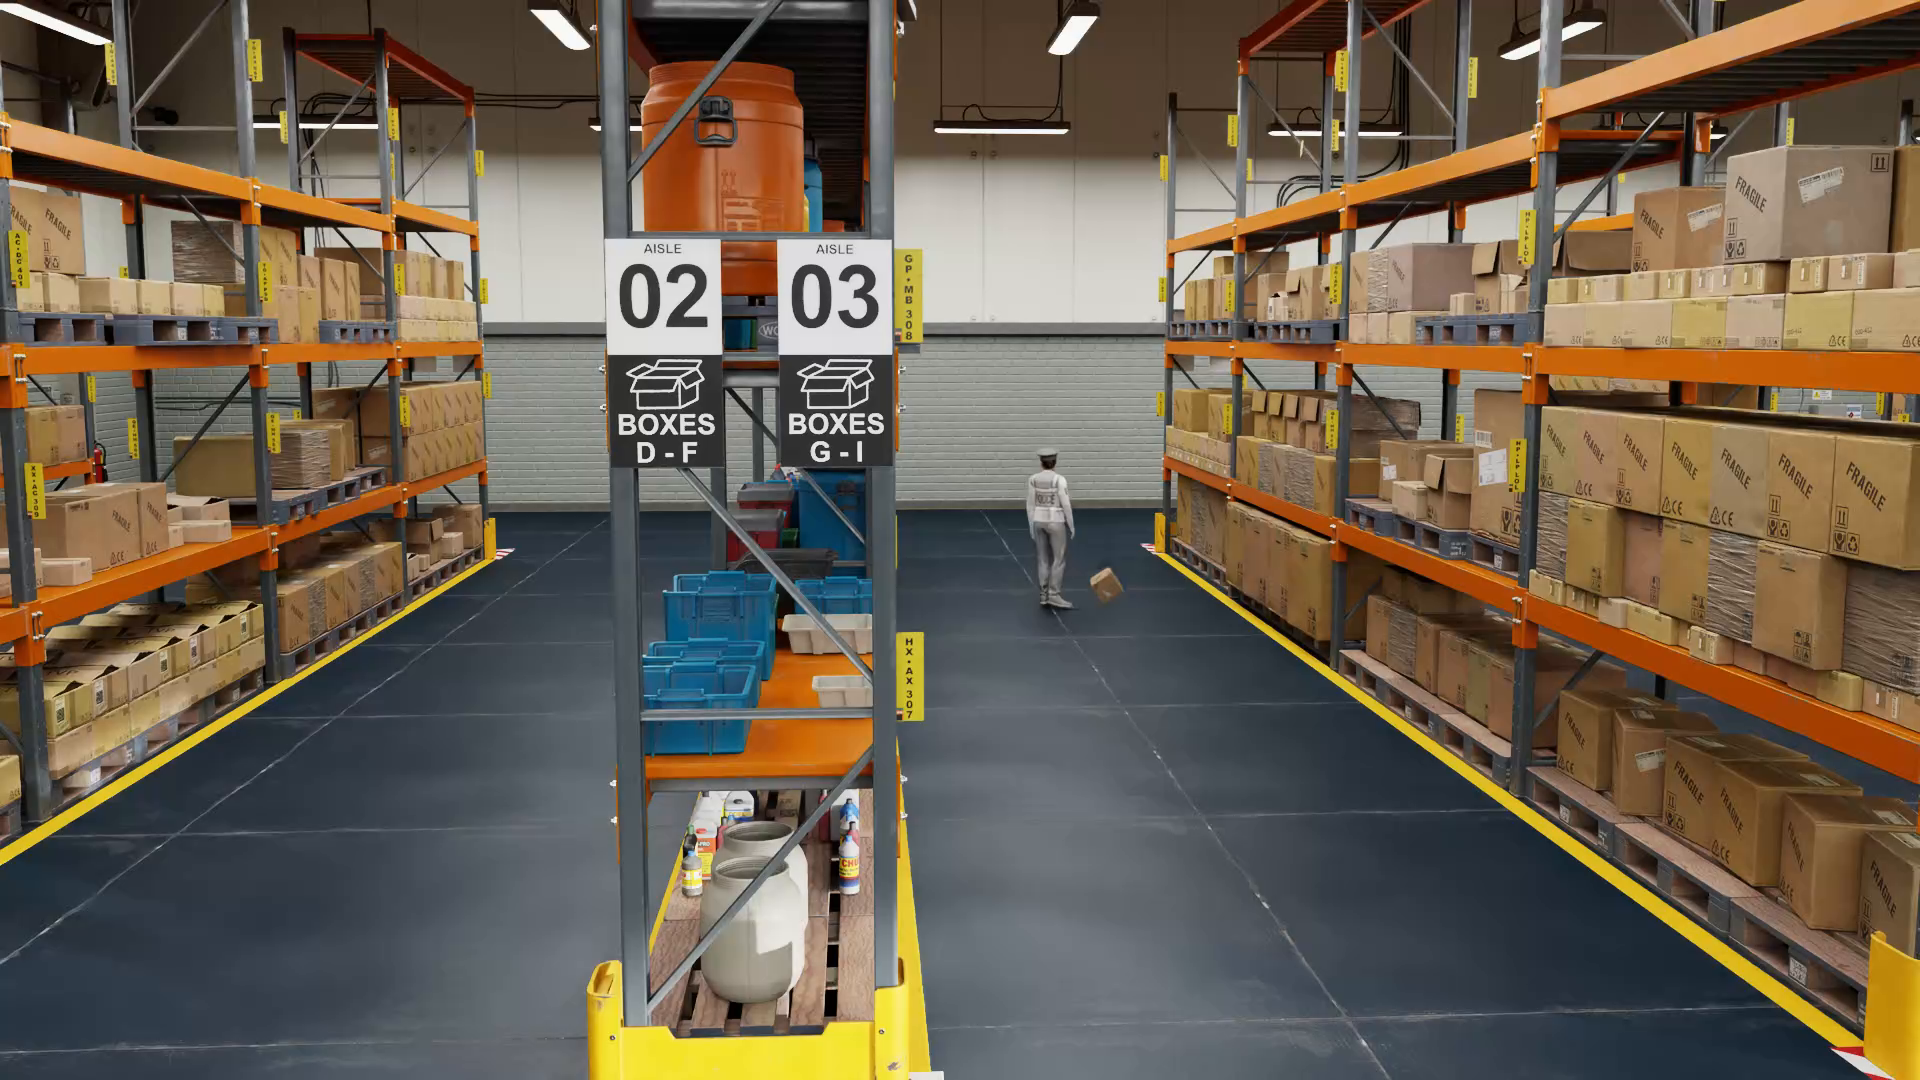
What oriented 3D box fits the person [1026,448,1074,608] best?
[{"bbox_3d":[0.982,-0.132,17.694,0.621,1.673,0.400,5,8,34],"label":"person"}]
